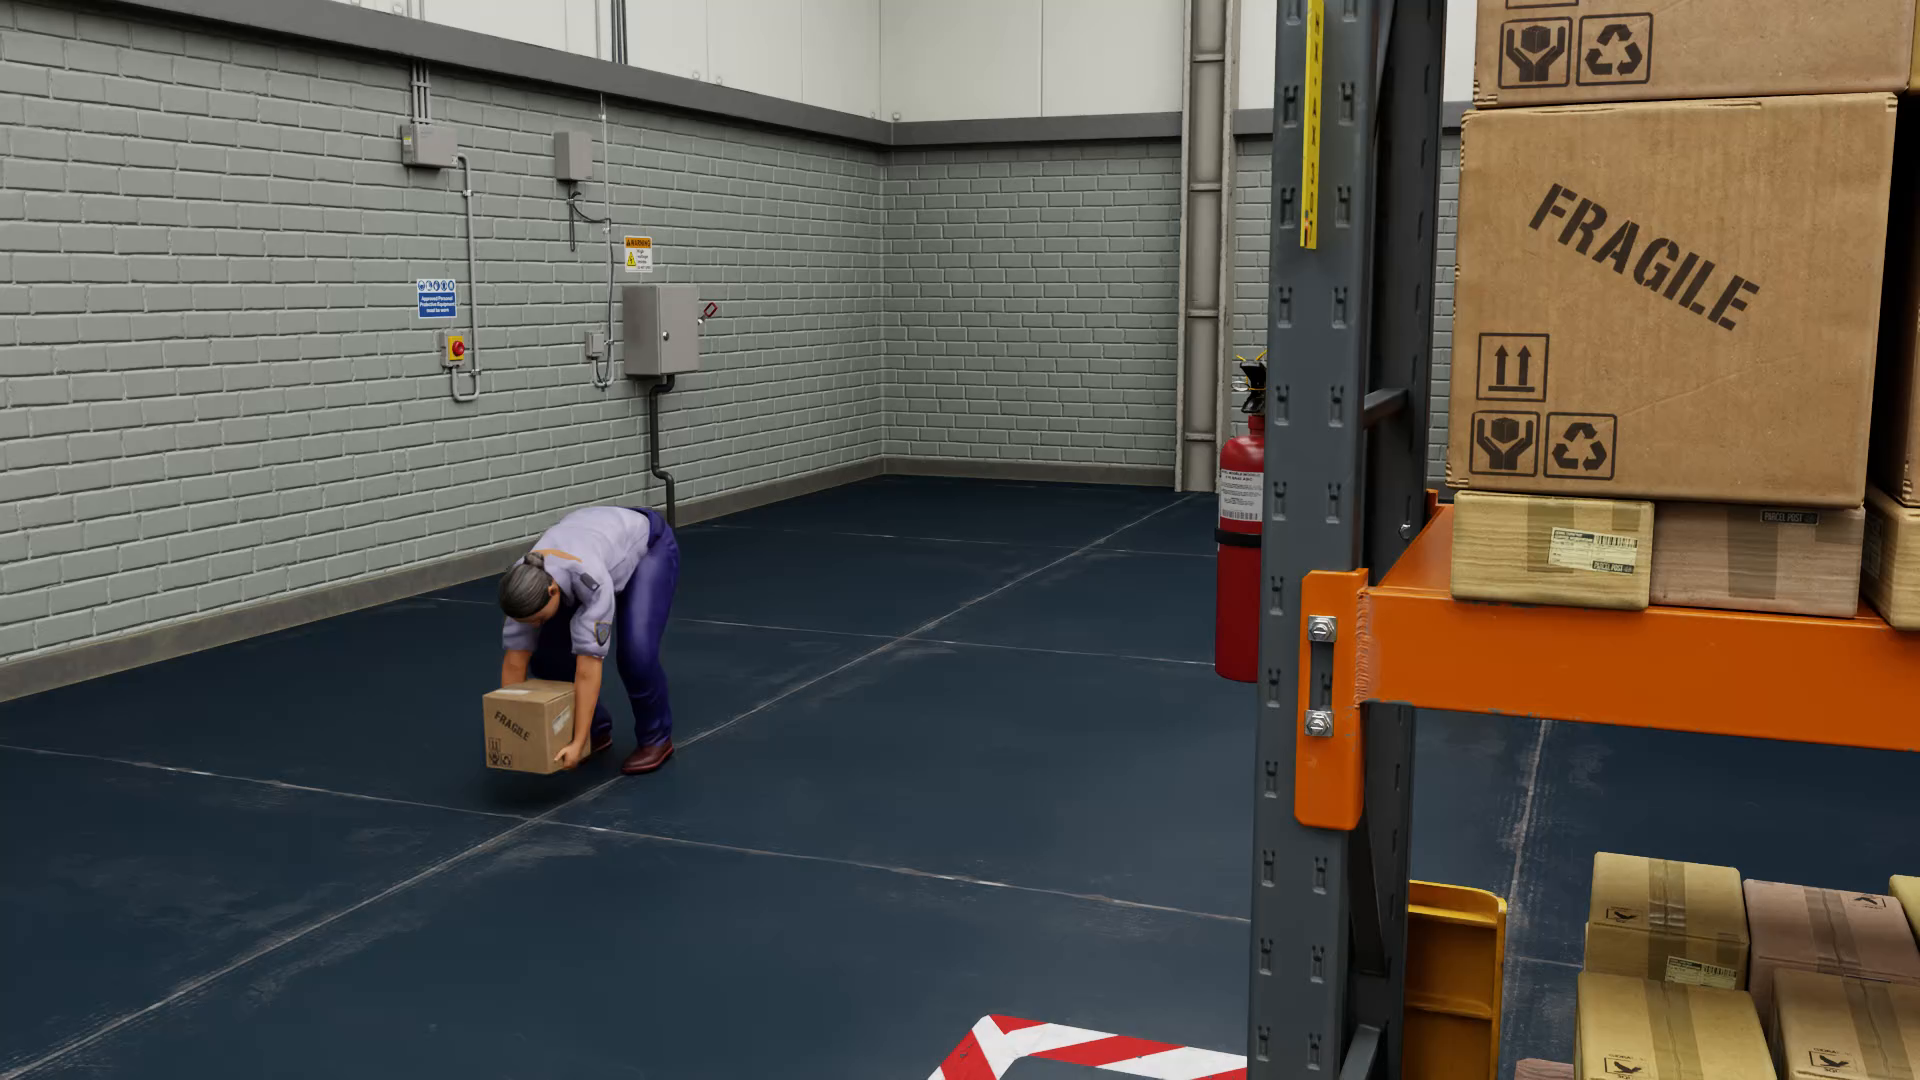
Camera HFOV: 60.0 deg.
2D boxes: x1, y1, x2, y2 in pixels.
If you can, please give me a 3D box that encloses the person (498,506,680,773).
[{"bbox_3d":[-1.317,0.373,5.843,0.505,0.933,0.905,3,9,18],"label":"person"}]
